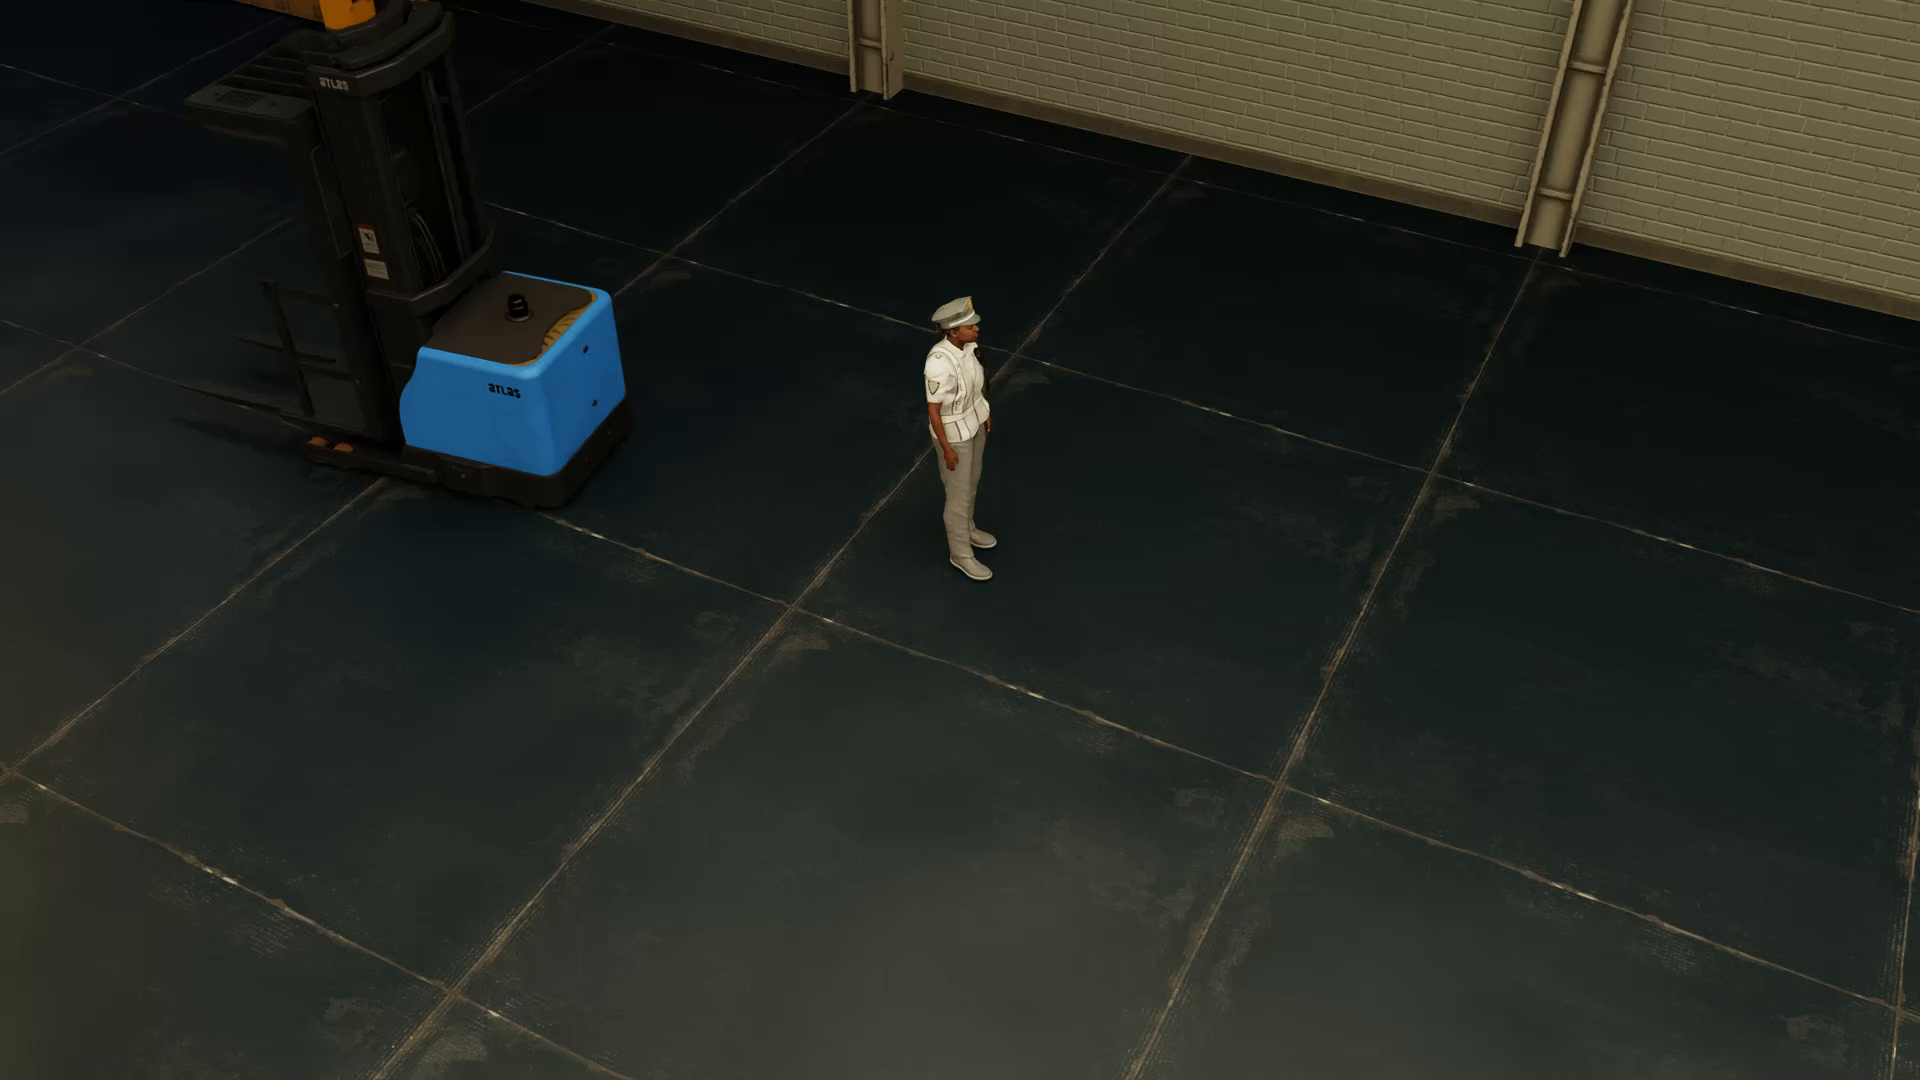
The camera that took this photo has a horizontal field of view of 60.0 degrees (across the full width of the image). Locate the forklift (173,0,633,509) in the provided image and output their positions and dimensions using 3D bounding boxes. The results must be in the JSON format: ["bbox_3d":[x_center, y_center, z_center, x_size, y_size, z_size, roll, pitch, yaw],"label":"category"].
[{"bbox_3d":[-3.752,-1.892,10.233,3.031,2.935,1.130,13,42,15],"label":"forklift"}]

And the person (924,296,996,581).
[{"bbox_3d":[0.058,-0.619,9.672,0.528,1.693,0.569,18,43,21],"label":"person"}]
